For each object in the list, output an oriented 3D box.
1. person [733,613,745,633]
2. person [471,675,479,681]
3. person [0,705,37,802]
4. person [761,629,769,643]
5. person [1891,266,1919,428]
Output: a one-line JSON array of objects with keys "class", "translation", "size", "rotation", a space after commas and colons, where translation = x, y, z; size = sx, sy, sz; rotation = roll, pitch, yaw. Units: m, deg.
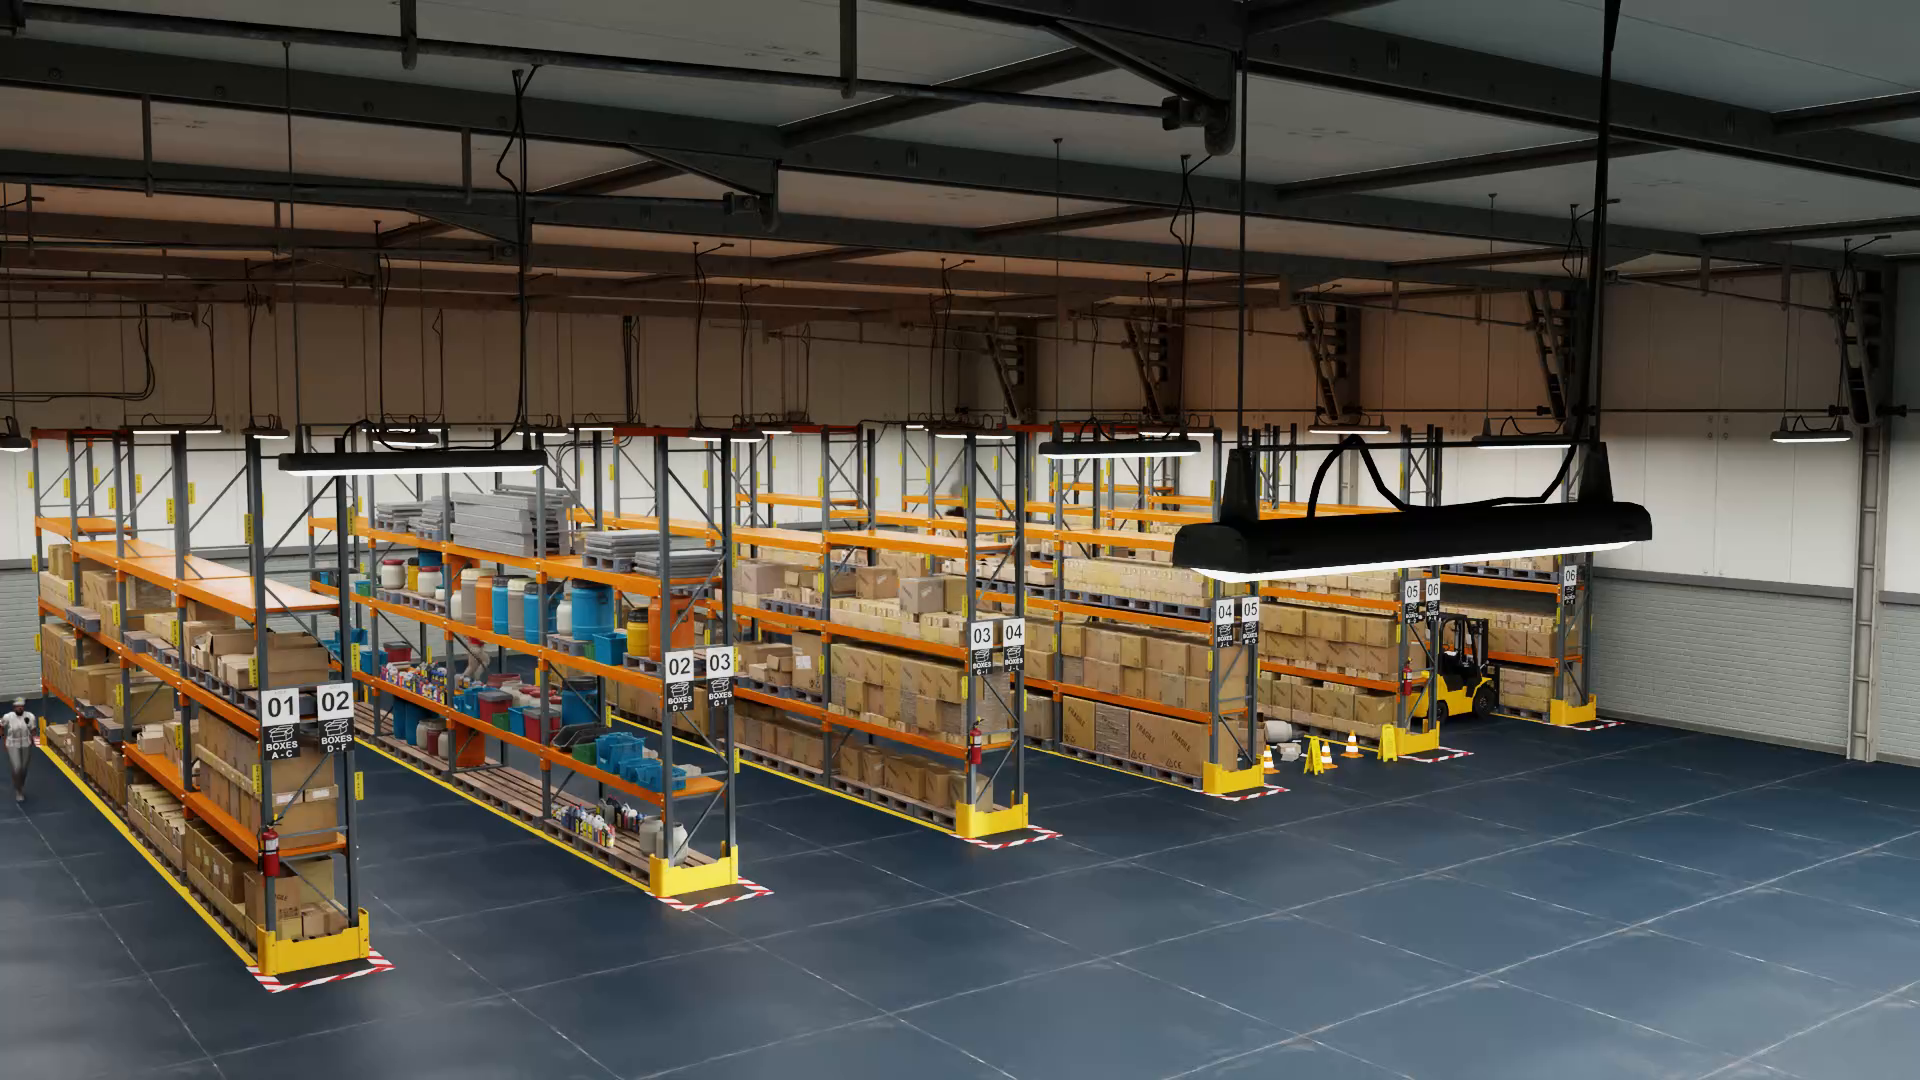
[{"class": "person", "translation": [-5.567, 2.082, 41.886], "size": [0.446, 1.686, 0.771], "rotation": [2, 5, 24]}, {"class": "person", "translation": [-11.109, 3.178, 37.654], "size": [0.524, 0.397, 0.331], "rotation": [-2, 5, -21]}, {"class": "person", "translation": [-15.298, 3.418, 27.057], "size": [0.506, 1.692, 0.833], "rotation": [-4, 6, -43]}, {"class": "person", "translation": [-4.864, 2.302, 41.953], "size": [0.657, 1.315, 0.534], "rotation": [-1, 5, -14]}, {"class": "person", "translation": [11.535, -0.797, 33.380], "size": [2.602, 8.986, 23.757], "rotation": [-4, 6, -42]}]
